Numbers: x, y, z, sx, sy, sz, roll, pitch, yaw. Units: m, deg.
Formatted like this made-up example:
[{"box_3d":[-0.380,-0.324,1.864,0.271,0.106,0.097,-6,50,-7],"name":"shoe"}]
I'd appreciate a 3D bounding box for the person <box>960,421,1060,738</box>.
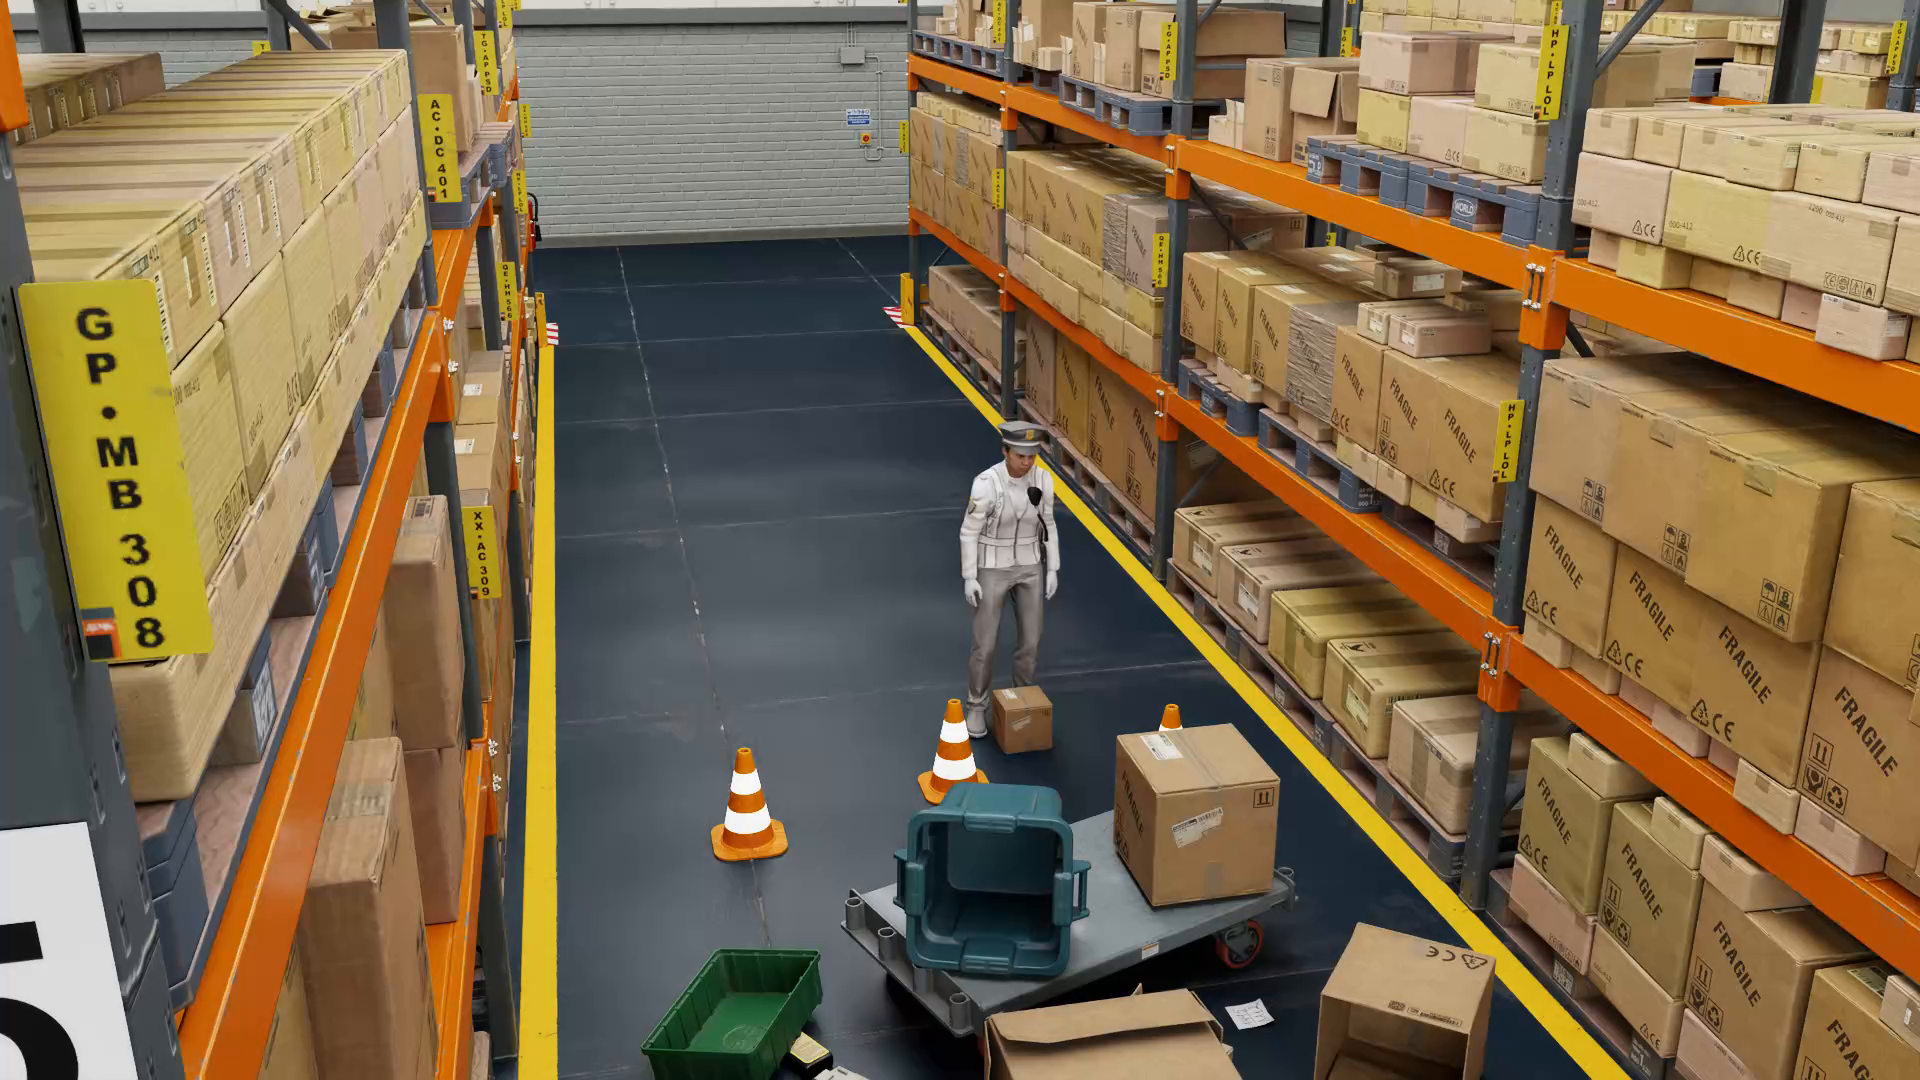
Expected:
[{"box_3d":[0.261,0.182,8.561,0.540,1.662,0.374,-6,21,-16],"name":"person"}]
